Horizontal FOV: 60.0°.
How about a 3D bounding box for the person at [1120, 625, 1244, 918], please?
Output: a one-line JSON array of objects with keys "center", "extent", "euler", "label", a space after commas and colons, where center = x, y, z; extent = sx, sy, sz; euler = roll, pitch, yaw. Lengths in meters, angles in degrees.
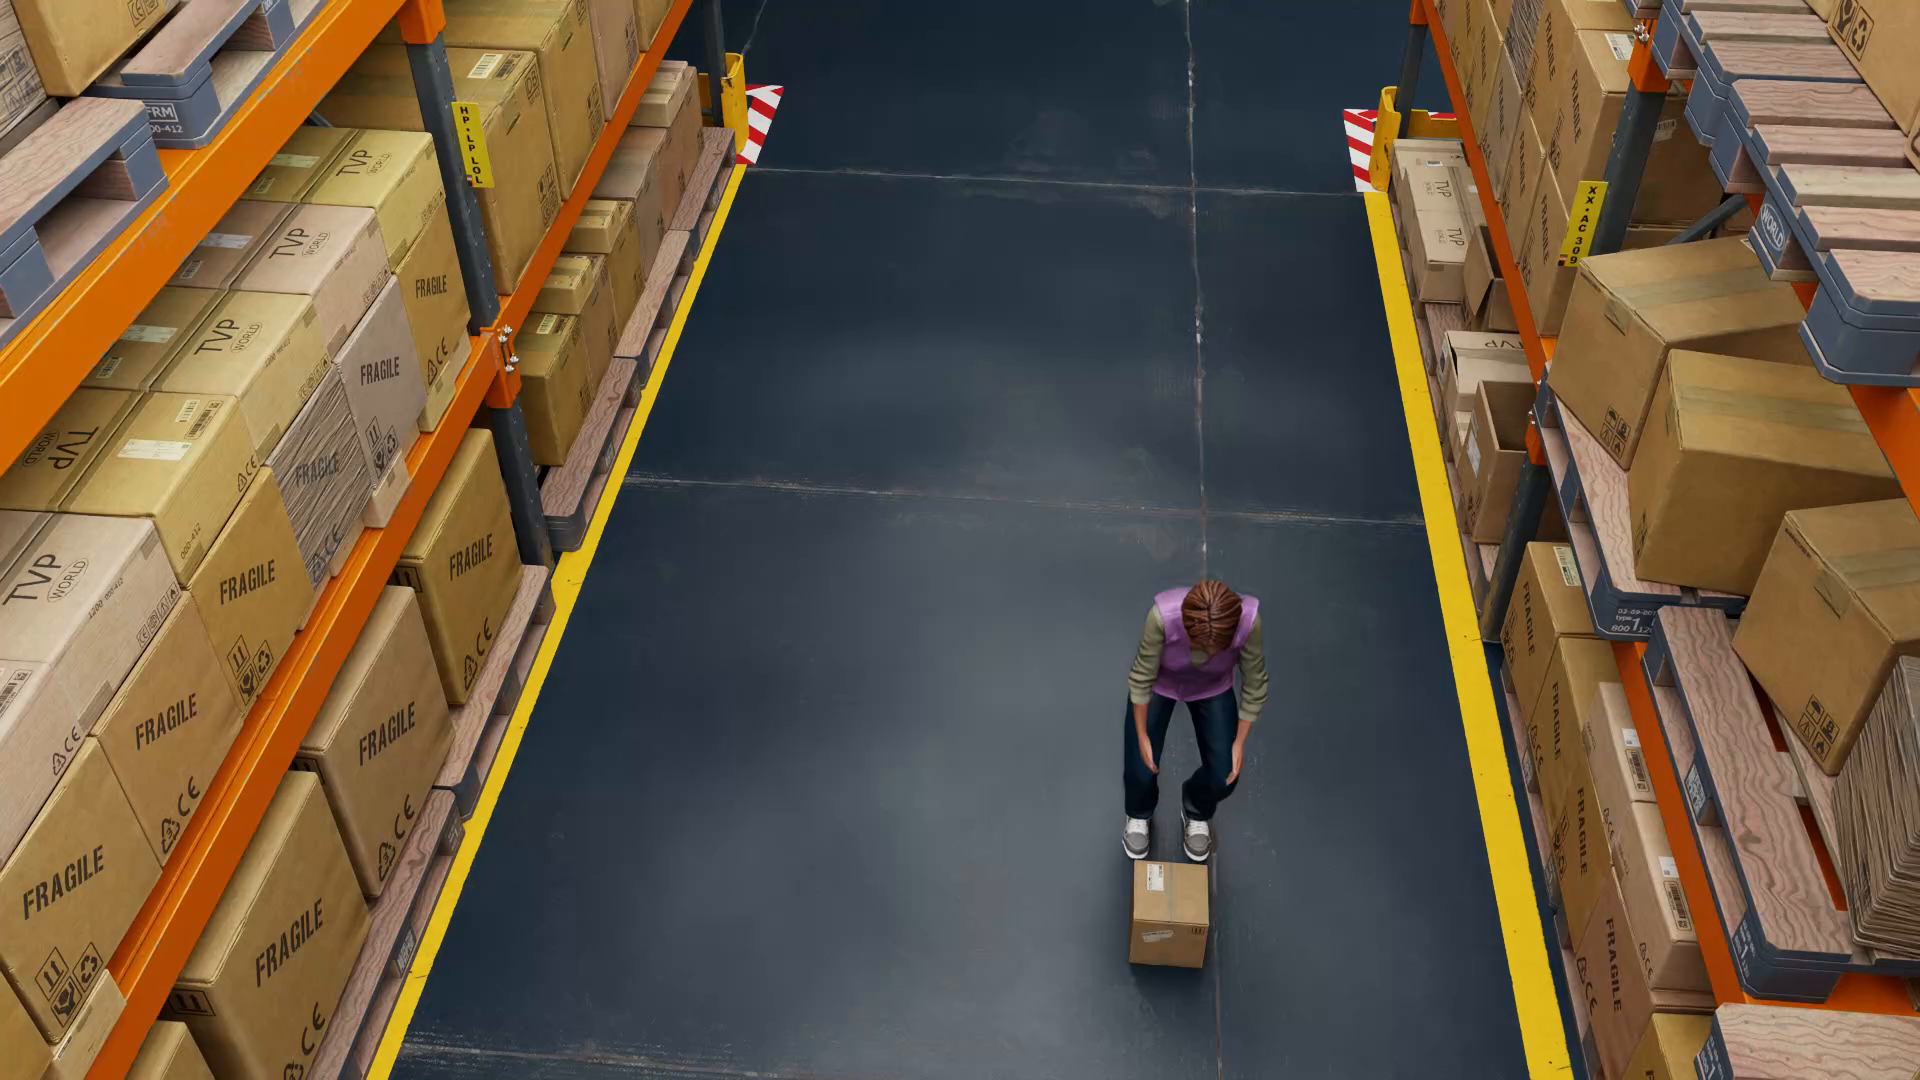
[{"center": [0.754, 0.831, 5.695], "extent": [0.408, 0.947, 0.865], "euler": [2, 41, 2], "label": "person"}]
